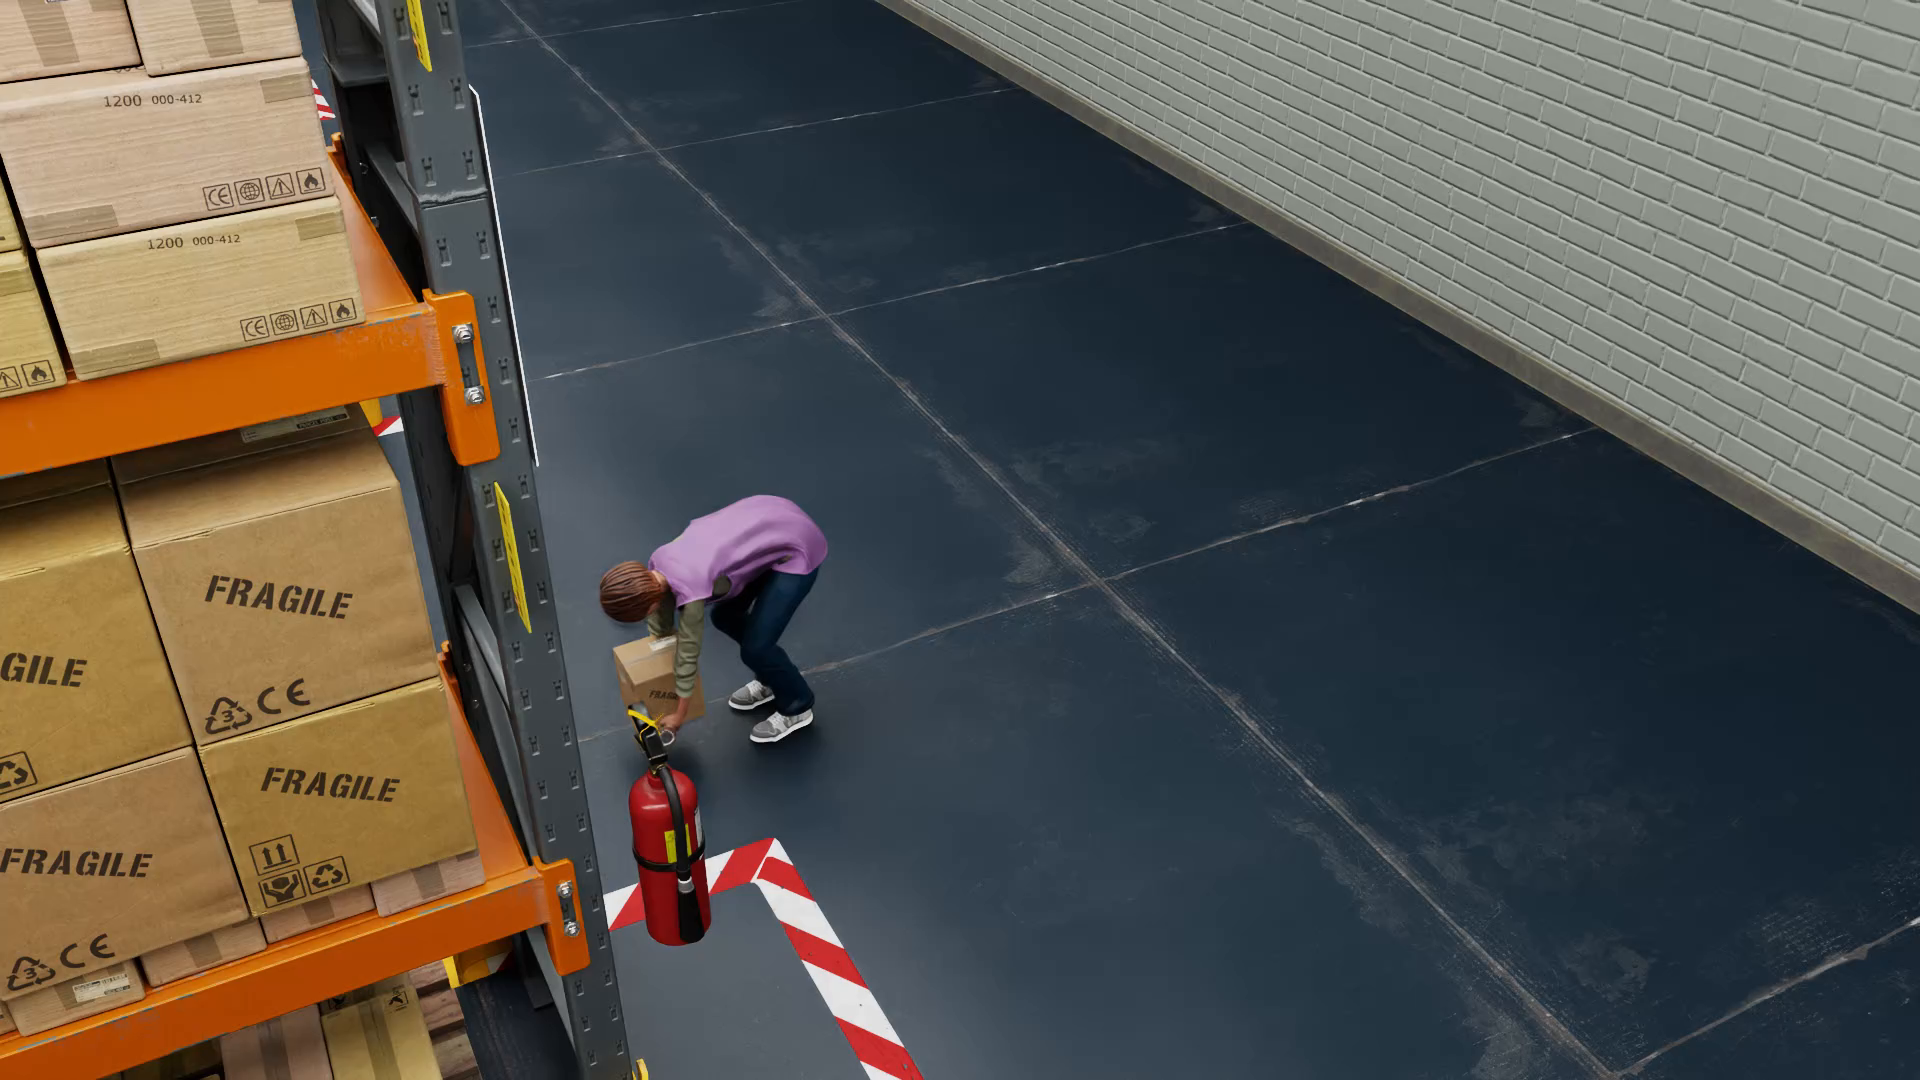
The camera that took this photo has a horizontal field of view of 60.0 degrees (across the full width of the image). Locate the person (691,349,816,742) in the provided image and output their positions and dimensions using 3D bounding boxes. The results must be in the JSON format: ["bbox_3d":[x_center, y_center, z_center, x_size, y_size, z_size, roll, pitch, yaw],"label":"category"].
[{"bbox_3d":[-0.787,0.043,6.088,0.502,1.600,0.375,-17,37,-23],"label":"person"}]
